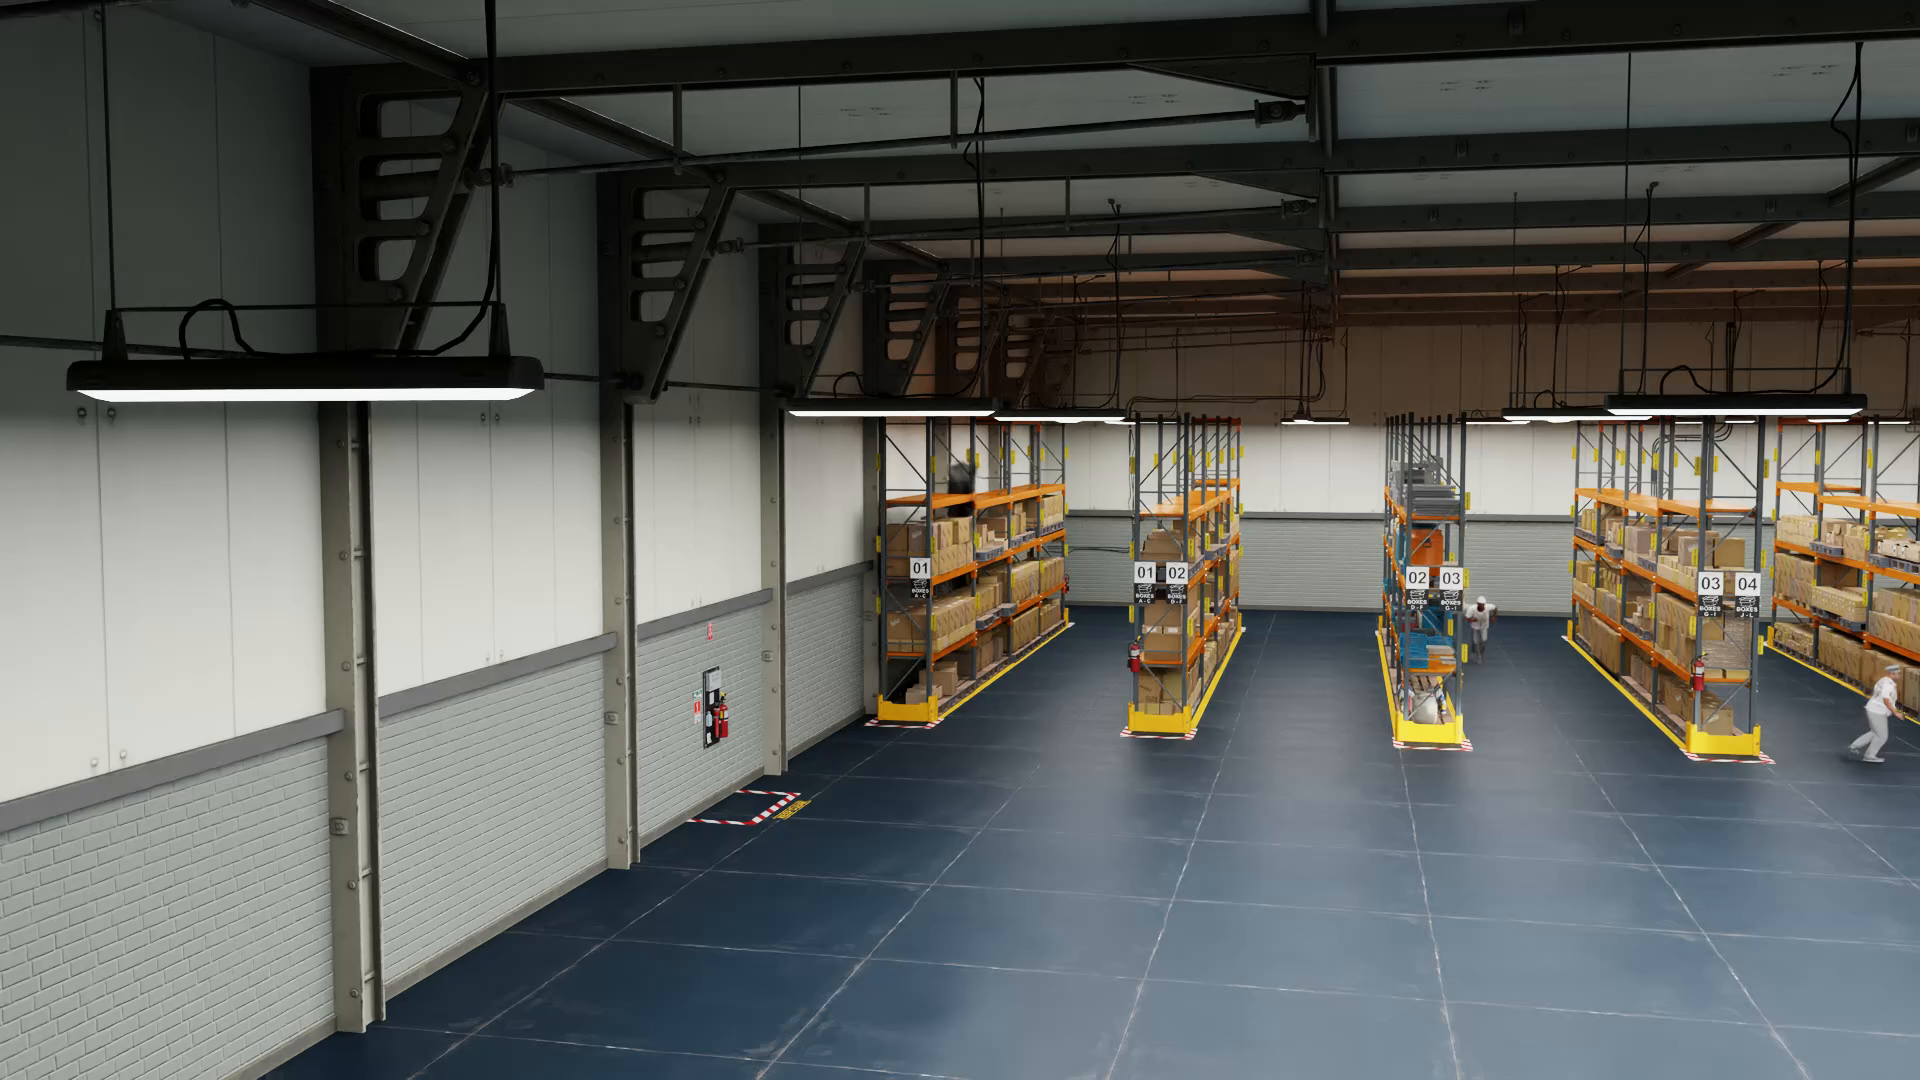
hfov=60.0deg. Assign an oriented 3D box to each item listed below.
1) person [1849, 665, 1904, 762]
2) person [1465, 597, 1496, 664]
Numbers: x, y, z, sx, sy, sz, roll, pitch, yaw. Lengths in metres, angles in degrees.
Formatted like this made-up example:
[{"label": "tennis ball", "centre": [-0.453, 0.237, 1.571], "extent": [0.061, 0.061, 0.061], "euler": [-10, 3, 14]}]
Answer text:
[{"label": "person", "centre": [15.700, 2.953, 28.440], "extent": [0.762, 1.687, 0.644], "euler": [2, 4, 22]}, {"label": "person", "centre": [12.648, 2.188, 40.453], "extent": [0.753, 1.697, 0.993], "euler": [1, 4, 8]}]
